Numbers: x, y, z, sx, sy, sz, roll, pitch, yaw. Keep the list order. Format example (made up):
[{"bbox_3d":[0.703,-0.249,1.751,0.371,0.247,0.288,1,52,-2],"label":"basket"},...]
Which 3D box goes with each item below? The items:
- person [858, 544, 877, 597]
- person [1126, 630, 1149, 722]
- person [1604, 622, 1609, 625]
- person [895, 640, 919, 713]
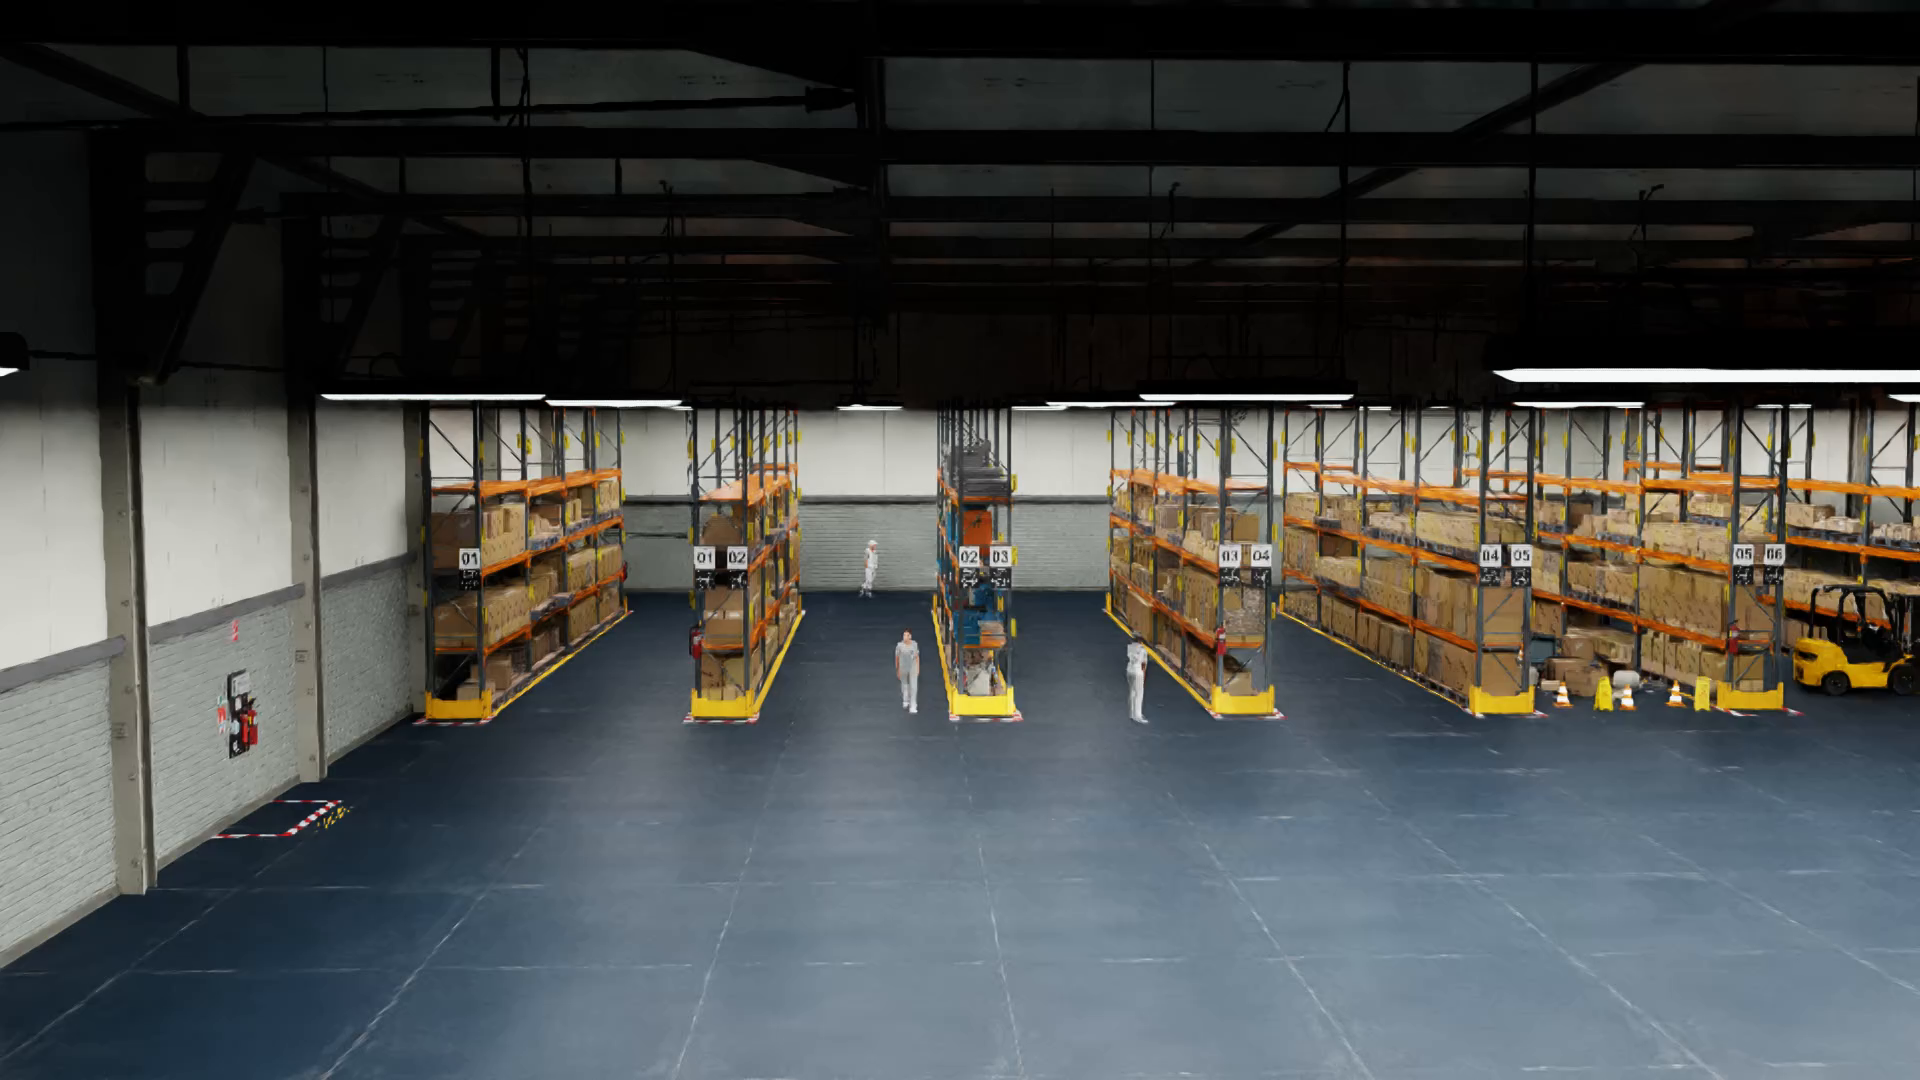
[{"bbox_3d":[-2.830,0.901,51.082,0.450,1.734,0.697,3,5,32],"label":"person"},{"bbox_3d":[3.300,2.501,30.760,0.416,1.678,0.507,-3,5,-32],"label":"person"},{"bbox_3d":[17.174,1.456,44.705,0.565,1.607,0.611,2,5,21],"label":"person"},{"bbox_3d":[-1.014,2.577,31.738,0.441,1.346,1.095,0,4,1],"label":"person"}]
